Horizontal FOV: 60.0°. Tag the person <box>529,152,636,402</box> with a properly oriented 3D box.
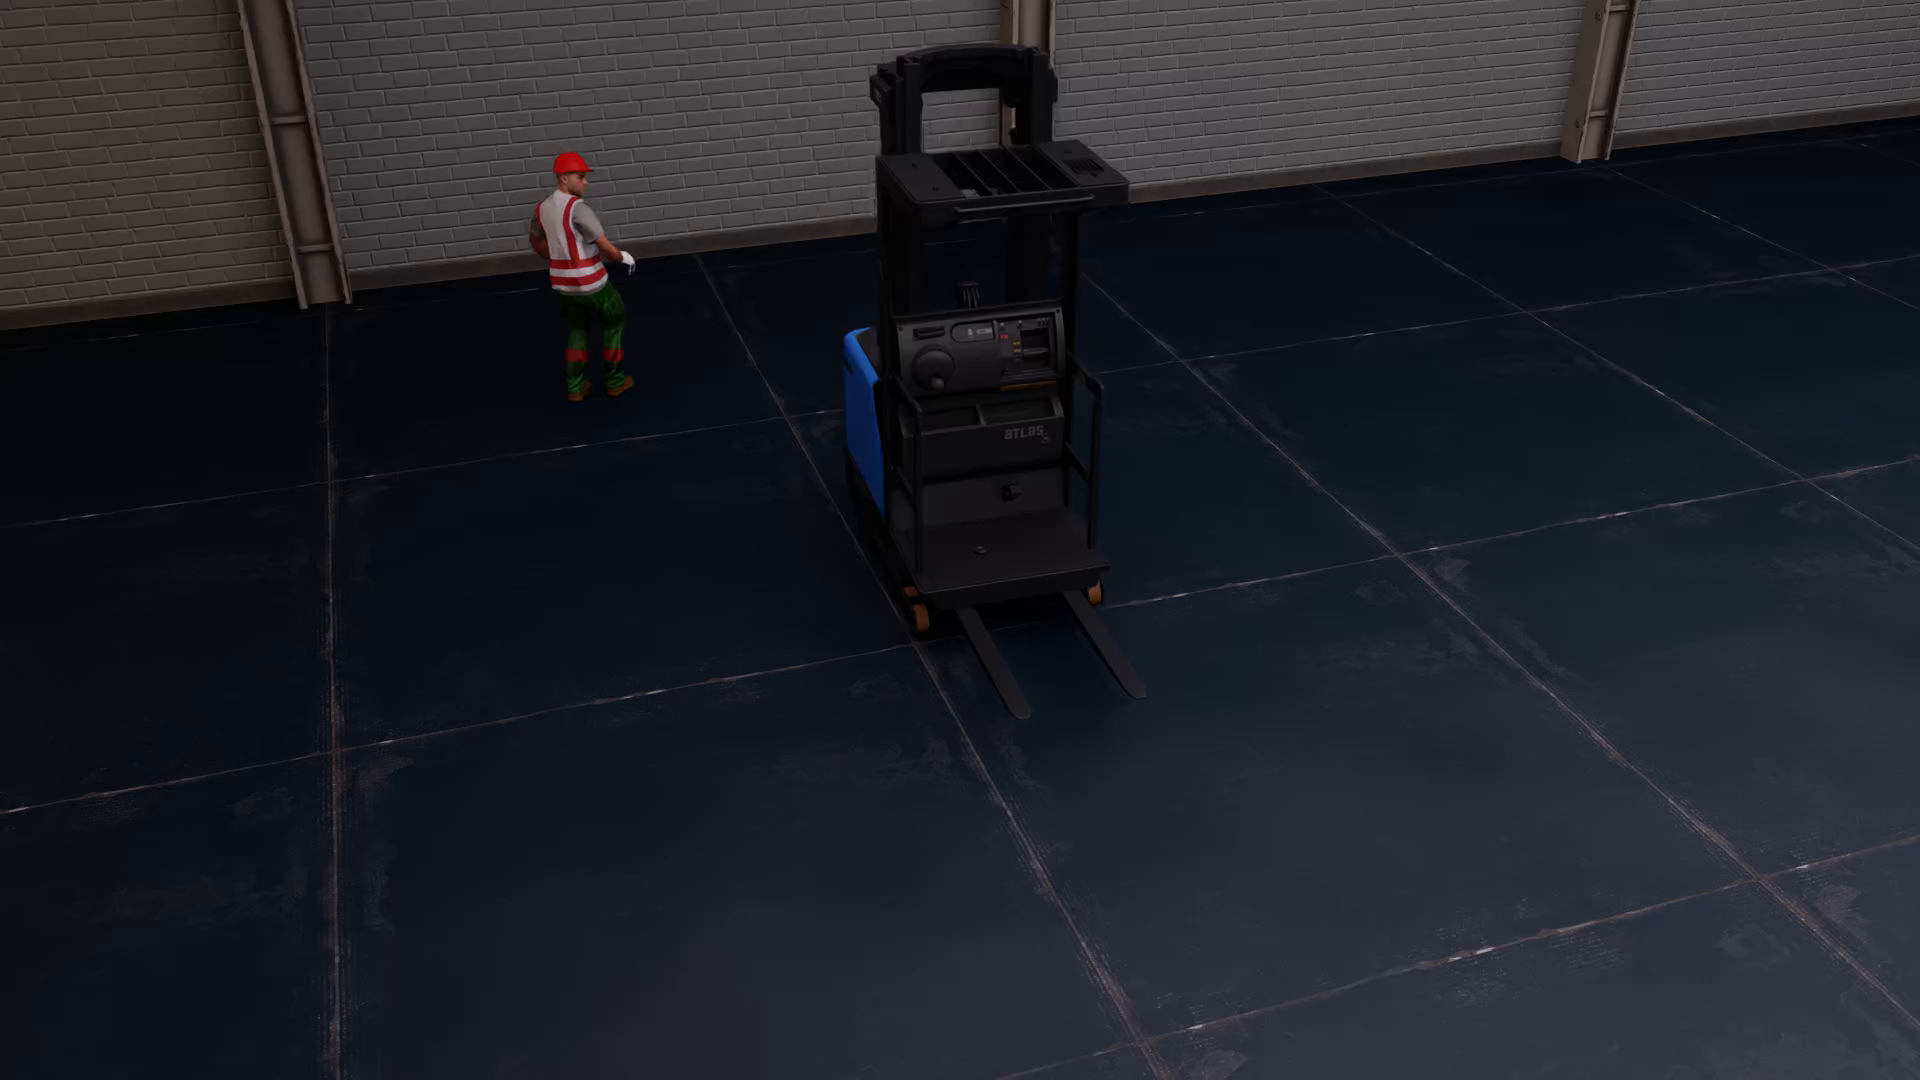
[{"bbox_3d":[-2.595,-1.798,11.433,0.755,1.732,0.518,13,33,22],"label":"person"}]

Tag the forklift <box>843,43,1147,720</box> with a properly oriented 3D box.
[{"bbox_3d":[0.178,-0.979,8.788,1.130,2.935,3.031,-8,31,-14],"label":"forklift"}]
